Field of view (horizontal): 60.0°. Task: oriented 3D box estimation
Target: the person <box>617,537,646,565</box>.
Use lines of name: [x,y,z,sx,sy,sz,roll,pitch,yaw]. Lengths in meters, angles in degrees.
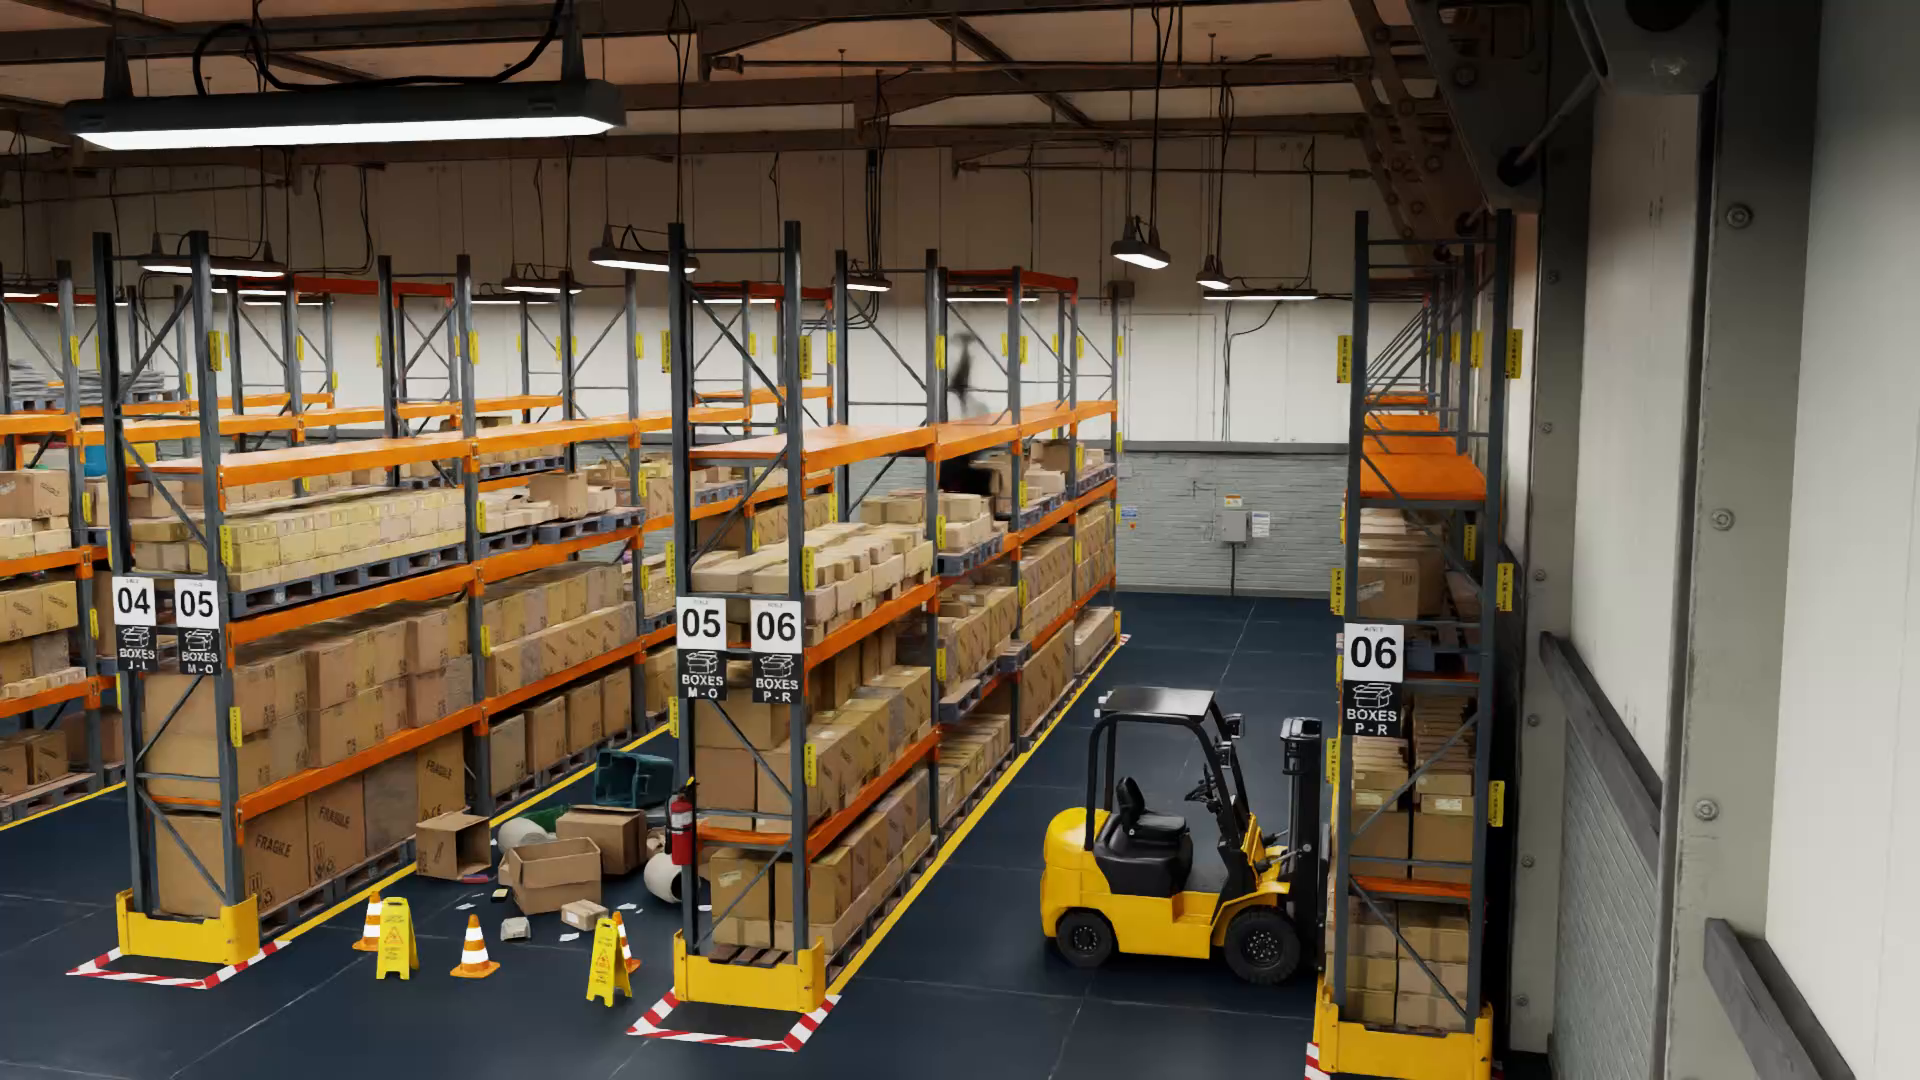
person: [-5.988,0.694,30.261,0.552,1.575,0.598,-1,7,-10]
